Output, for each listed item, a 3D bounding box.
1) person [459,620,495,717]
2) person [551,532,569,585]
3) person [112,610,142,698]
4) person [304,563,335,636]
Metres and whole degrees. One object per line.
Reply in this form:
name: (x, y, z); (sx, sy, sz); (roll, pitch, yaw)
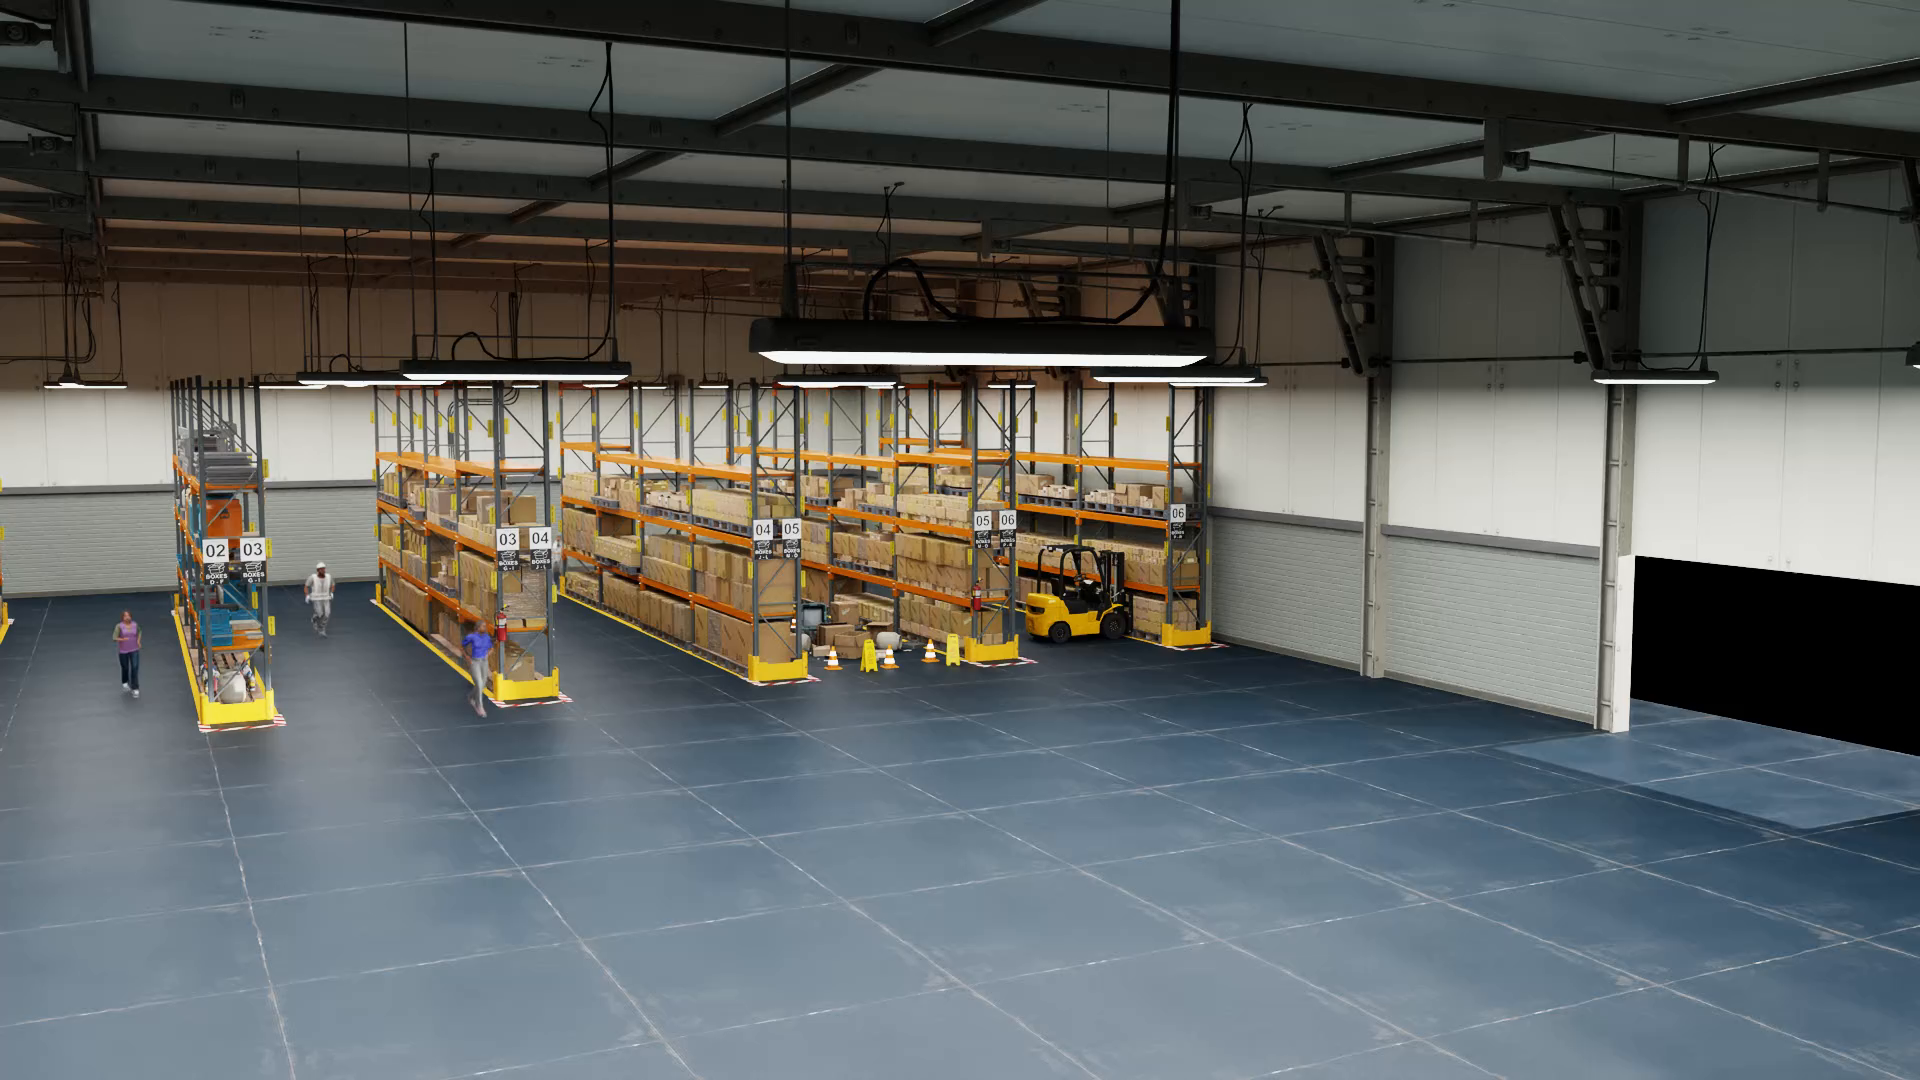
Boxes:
person: (-8.587, 2.259, 29.759); (0.941, 1.660, 0.593); (4, 7, 39)
person: (-11.600, 0.621, 48.287); (0.581, 1.713, 0.729); (3, 6, 30)
person: (-15.652, 2.118, 31.290); (0.531, 1.607, 0.838); (-4, 6, -34)
person: (-14.969, 1.397, 38.965); (0.684, 1.727, 0.635); (-4, 6, -37)
